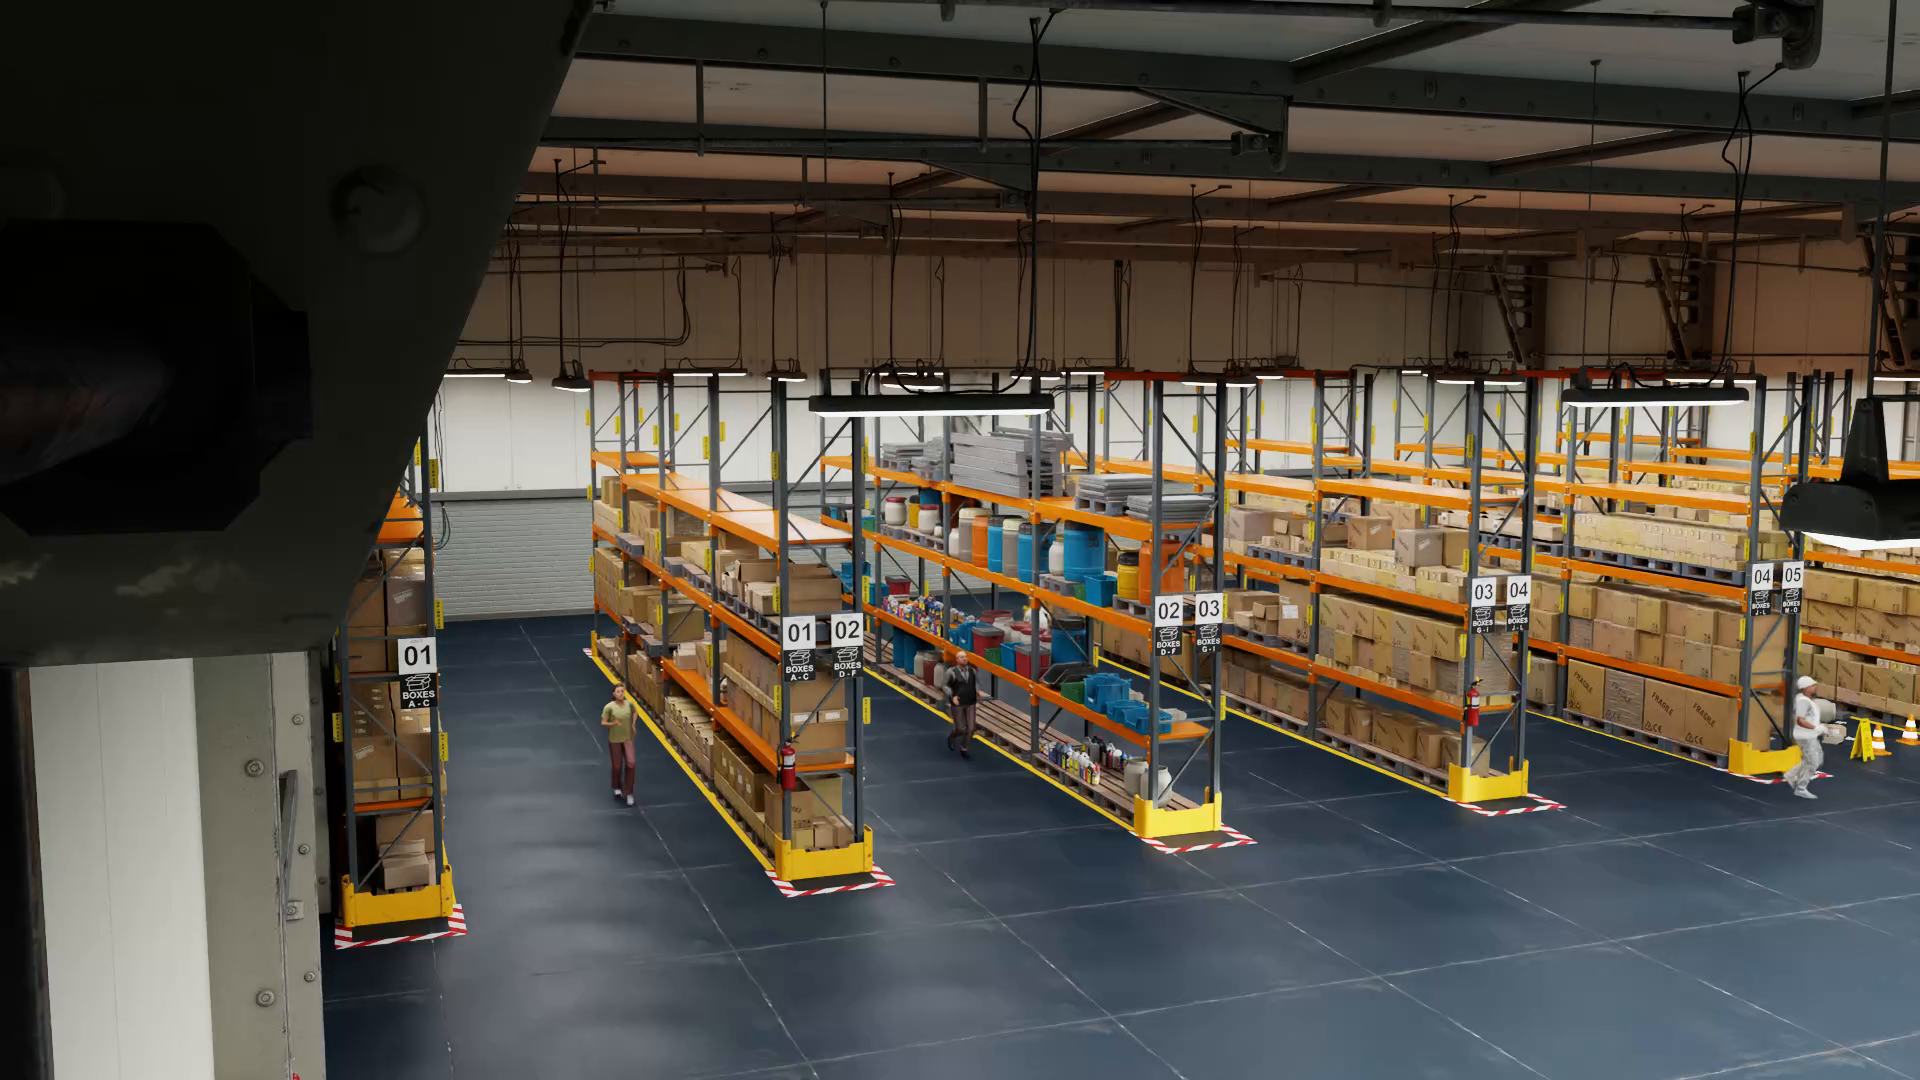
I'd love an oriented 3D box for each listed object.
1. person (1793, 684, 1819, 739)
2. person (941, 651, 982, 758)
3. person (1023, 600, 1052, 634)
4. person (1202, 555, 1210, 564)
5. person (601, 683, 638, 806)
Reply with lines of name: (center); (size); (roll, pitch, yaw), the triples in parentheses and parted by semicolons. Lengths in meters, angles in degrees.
person: (12.167, 2.446, 23.748); (0.497, 0.773, 0.735); (3, 7, 27)
person: (0.051, 2.584, 26.161); (0.657, 1.670, 0.607); (-3, 7, -23)
person: (1.562, 1.532, 32.455); (0.598, 0.839, 0.493); (-2, 7, -21)
person: (5.563, 0.845, 38.201); (0.706, 1.144, 0.654); (-2, 7, -16)
person: (-4.807, 2.873, 23.566); (0.559, 1.717, 0.698); (-2, 7, -21)
